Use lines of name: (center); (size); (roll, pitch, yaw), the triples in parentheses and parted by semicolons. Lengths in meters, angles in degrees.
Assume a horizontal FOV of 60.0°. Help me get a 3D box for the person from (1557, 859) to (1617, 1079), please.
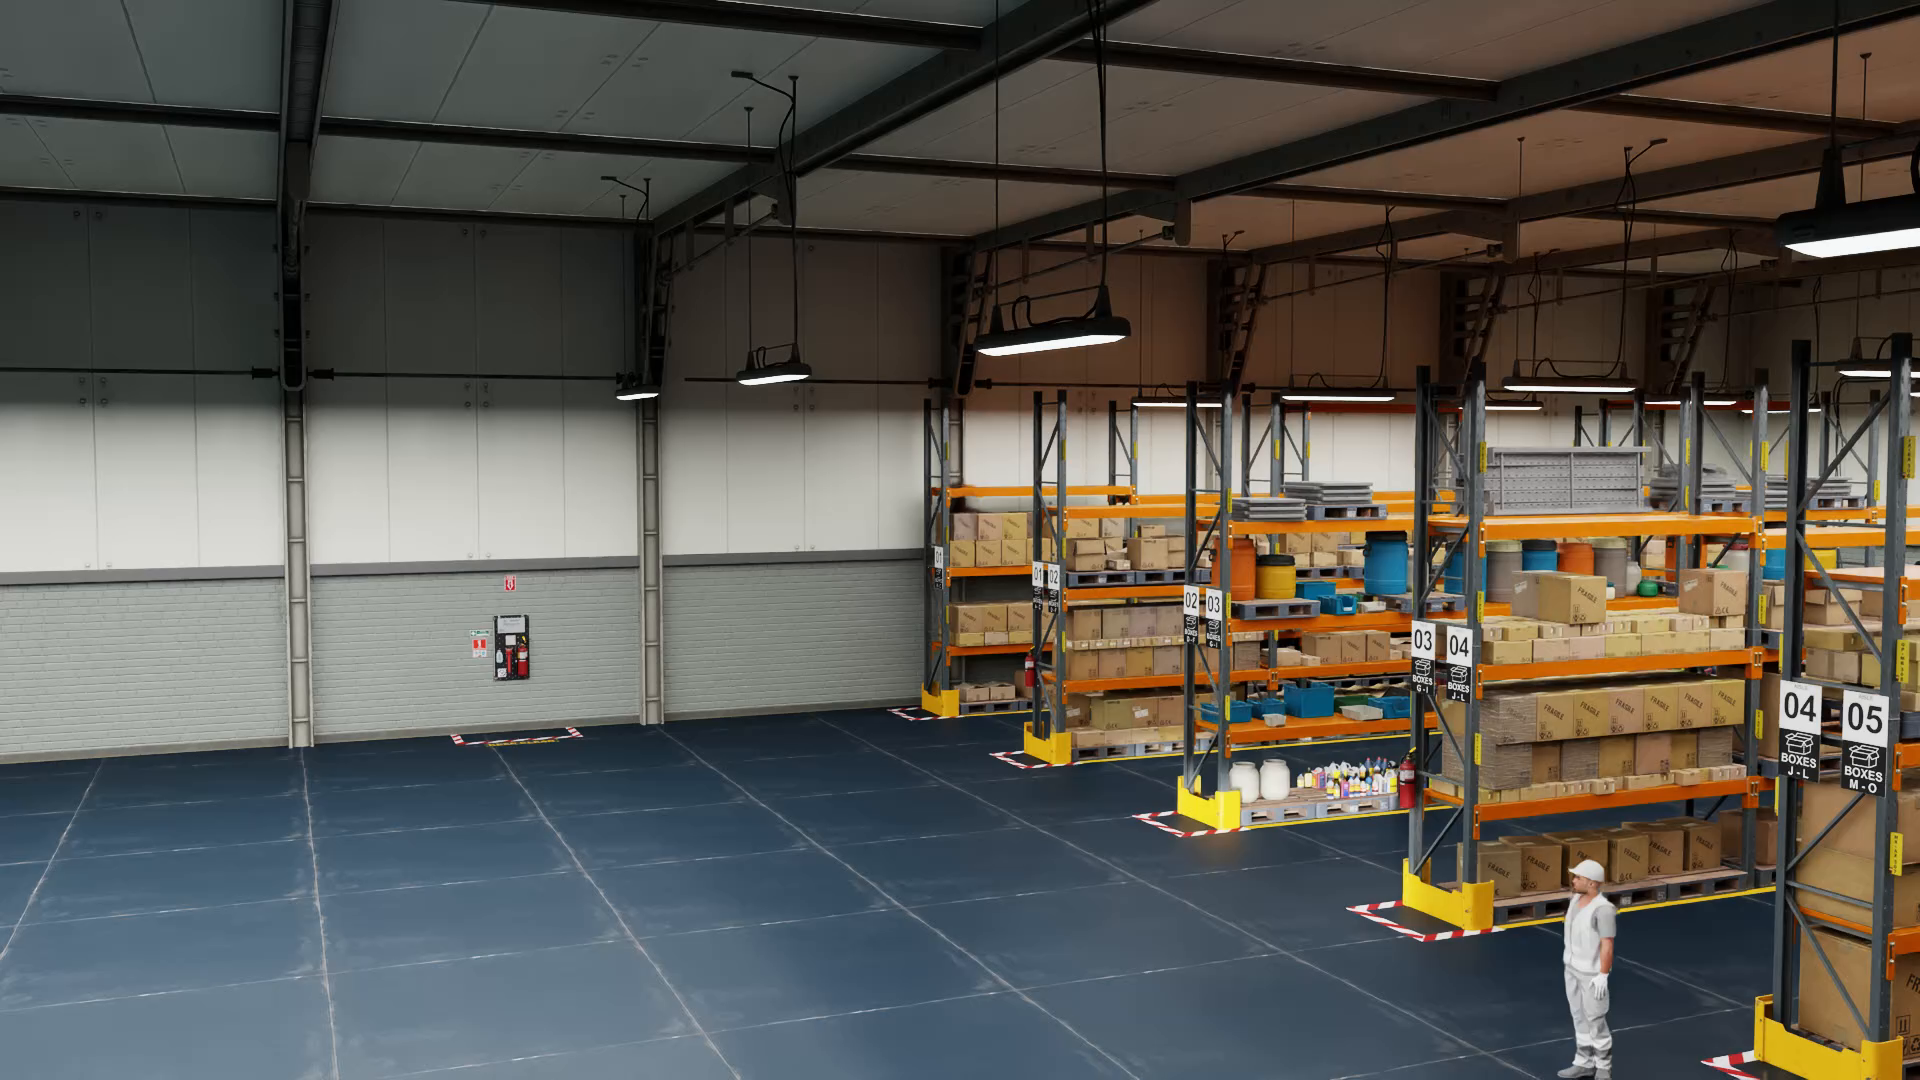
person: (5.096, 3.479, 13.436); (0.422, 1.803, 0.595); (-1, 3, -15)
